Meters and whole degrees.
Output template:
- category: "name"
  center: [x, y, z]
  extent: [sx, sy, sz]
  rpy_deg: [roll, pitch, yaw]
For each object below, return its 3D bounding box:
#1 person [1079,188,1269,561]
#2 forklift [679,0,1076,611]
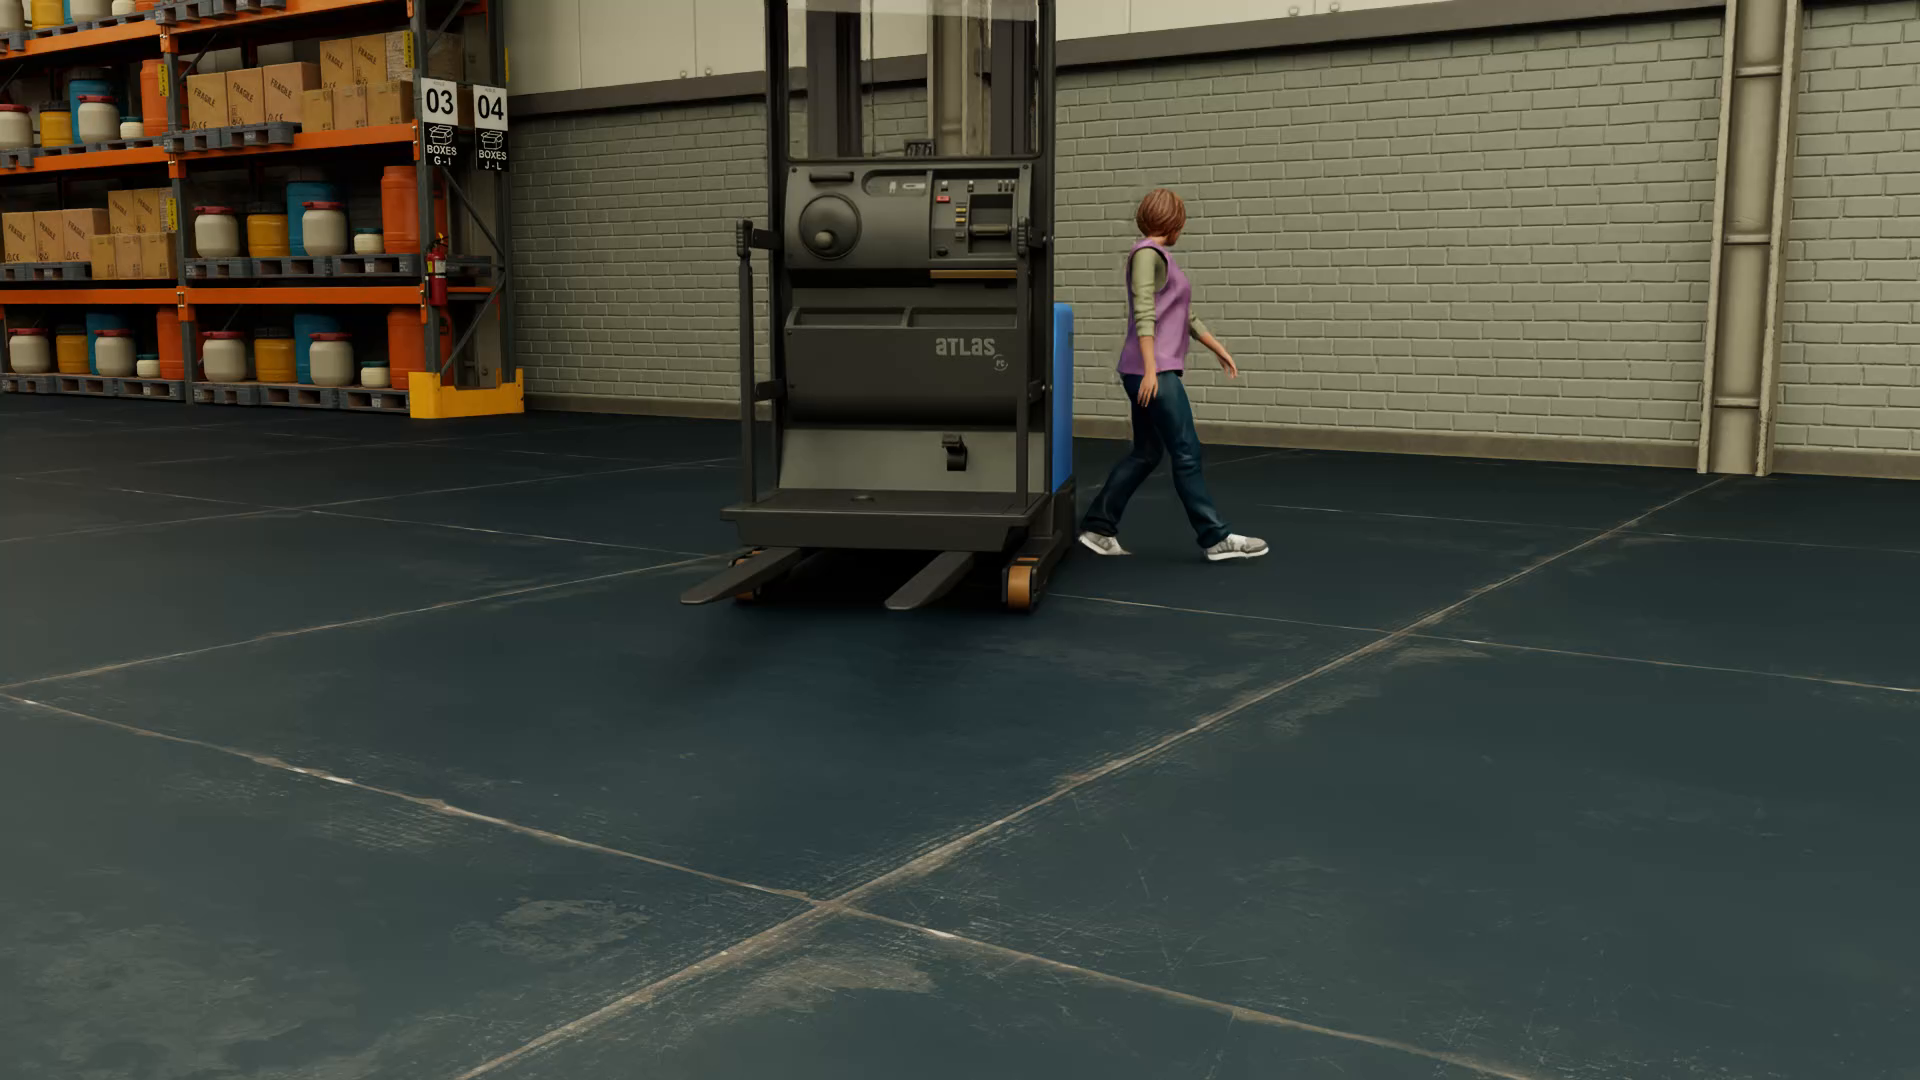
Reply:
- category: "person"
  center: [0.893, -0.657, 6.930]
  extent: [0.799, 1.590, 0.627]
  rpy_deg: [1, 8, 7]
- category: "forklift"
  center: [-0.229, -1.255, 6.018]
  extent: [1.130, 2.935, 3.031]
  rpy_deg: [1, 8, 9]
